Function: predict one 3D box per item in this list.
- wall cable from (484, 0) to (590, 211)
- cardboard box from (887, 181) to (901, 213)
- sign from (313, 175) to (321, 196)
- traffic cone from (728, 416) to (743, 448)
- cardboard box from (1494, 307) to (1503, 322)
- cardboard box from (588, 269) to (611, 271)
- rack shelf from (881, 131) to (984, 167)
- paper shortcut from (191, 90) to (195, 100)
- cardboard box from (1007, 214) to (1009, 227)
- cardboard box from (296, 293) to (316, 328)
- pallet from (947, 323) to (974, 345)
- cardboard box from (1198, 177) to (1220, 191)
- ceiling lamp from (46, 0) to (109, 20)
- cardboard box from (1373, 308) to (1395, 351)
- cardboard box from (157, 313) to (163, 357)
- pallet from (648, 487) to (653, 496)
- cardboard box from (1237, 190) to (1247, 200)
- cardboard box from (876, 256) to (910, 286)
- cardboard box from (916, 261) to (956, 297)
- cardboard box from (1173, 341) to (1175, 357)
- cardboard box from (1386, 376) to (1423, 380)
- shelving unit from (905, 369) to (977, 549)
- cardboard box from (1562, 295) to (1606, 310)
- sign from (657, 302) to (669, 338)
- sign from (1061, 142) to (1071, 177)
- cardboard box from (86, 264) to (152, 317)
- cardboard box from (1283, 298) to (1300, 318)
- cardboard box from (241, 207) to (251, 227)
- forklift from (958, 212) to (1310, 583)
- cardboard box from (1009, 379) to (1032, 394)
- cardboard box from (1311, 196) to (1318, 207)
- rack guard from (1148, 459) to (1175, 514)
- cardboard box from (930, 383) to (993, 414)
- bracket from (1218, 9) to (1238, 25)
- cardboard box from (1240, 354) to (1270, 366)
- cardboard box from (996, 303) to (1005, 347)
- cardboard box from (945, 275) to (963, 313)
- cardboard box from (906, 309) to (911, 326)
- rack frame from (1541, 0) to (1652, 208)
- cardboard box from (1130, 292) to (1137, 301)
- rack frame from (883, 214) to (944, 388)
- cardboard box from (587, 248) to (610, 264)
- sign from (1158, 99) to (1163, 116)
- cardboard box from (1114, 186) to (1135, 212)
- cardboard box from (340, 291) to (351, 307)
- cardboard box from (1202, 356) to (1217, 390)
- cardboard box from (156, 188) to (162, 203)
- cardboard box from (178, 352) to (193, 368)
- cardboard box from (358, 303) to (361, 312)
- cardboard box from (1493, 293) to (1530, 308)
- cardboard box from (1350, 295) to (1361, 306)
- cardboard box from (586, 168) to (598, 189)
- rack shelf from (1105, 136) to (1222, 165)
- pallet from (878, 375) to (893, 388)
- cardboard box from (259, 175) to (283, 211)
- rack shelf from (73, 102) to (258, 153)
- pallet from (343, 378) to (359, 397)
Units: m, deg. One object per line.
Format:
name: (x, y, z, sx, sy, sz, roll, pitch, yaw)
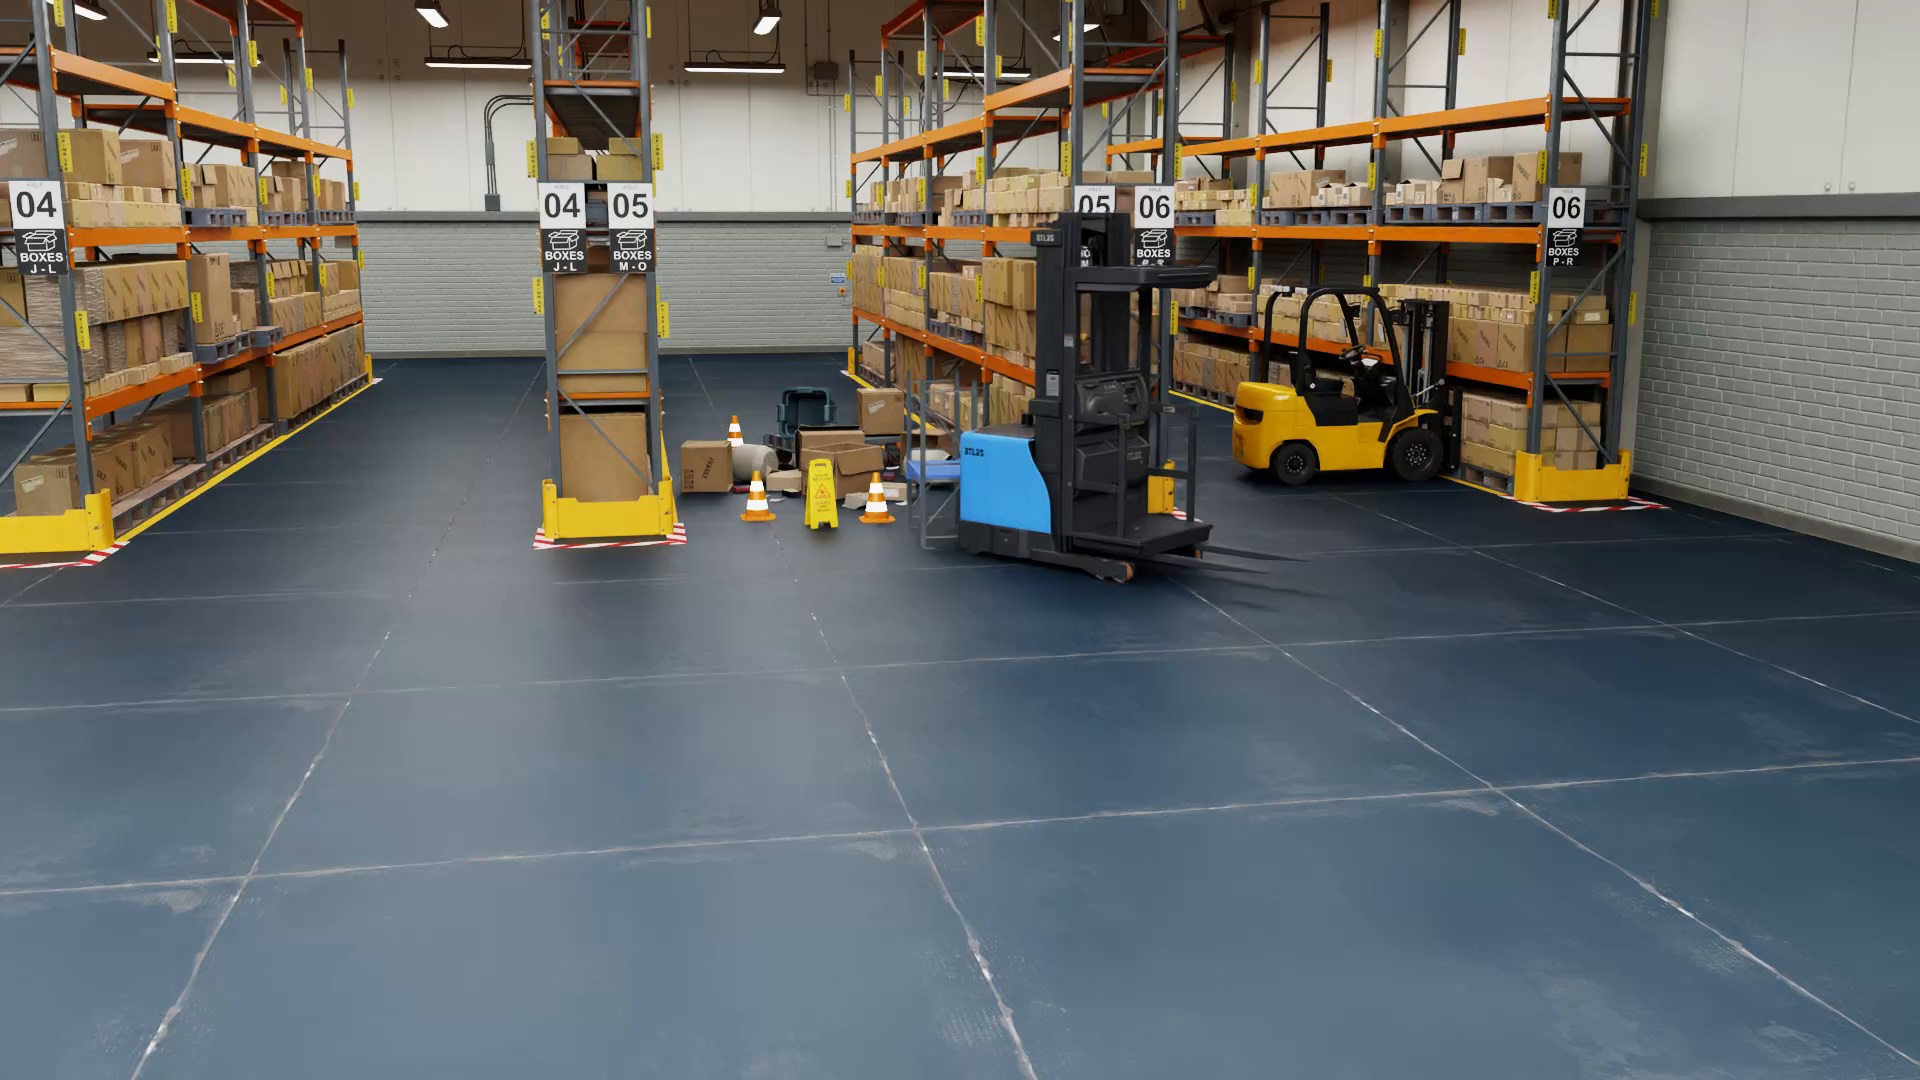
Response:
wall cable: (-8.991, -10.004, 35.086, 2.277, 5.999, 0.120, -2, 11, -11)
cardboard box: (-0.886, -5.498, 26.646, 0.500, 0.500, 0.500, -2, 11, -12)
sign: (-9.964, -5.484, 25.741, 0.100, 0.325, 0.005, -2, 11, -11)
traffic cone: (-2.833, -1.330, 20.946, 0.336, 0.463, 0.334, -2, 11, -11)
cardboard box: (6.017, -2.438, 17.981, 0.380, 0.149, 0.250, -2, 11, -10)
cardboard box: (-3.482, -2.420, 16.601, 0.875, 0.550, 0.550, -2, 11, -11)
rack shelf: (-0.384, -5.971, 25.496, 1.077, 0.370, 4.000, -2, 11, -11)
paper shortcut: (-10.488, -6.086, 22.730, 0.009, 0.170, 0.078, 9, -22, -13)
cardboard box: (0.755, -3.666, 19.086, 0.380, 0.149, 0.250, -2, 11, -11)
cardboard box: (-10.046, -3.463, 25.100, 0.500, 0.500, 0.500, -2, 11, -9)
pallet: (0.430, -2.752, 22.144, 1.003, 0.211, 1.213, -2, 11, -11)
cardboard box: (4.222, -6.024, 28.178, 0.396, 0.266, 0.258, -2, 11, -12)
ceiling lamp: (-12.445, -9.164, 23.664, 0.800, 3.185, 2.000, -2, 11, -11)
cardboard box: (5.481, -2.613, 20.636, 0.500, 0.500, 0.500, -2, 11, -13)
cardboard box: (-8.848, -2.131, 17.306, 0.875, 0.500, 0.500, -2, 11, -11)
pallet: (-3.507, -0.315, 16.290, 1.003, 0.211, 1.213, -2, 11, -11)
cardboard box: (4.467, -5.282, 25.441, 0.380, 0.149, 0.250, -2, 11, -13)
cardboard box: (-1.136, -4.558, 28.179, 0.500, 0.500, 0.500, -2, 11, -11)
cardboard box: (-0.352, -3.833, 24.371, 0.500, 0.500, 0.500, -2, 11, -13)
cardboard box: (3.673, -3.370, 30.442, 0.700, 0.500, 0.500, -3, 11, -13)
cardboard box: (5.437, -1.902, 20.721, 0.500, 0.250, 0.500, -2, 11, -12)
shelving unit: (-0.176, -0.759, 15.172, 0.538, 1.500, 1.048, -2, 11, -8)
cardboard box: (6.573, -2.505, 17.535, 0.380, 0.149, 0.250, -2, 11, -12)
sign: (-2.730, -2.025, 15.285, 0.100, 0.325, 0.005, -2, 11, -11)
sign: (1.012, -3.632, 15.867, 0.100, 0.325, 0.005, -2, 11, -11)
cardboard box: (-8.292, -2.452, 16.320, 0.500, 0.500, 0.500, -2, 11, -11)
cardboard box: (4.900, -3.282, 23.480, 0.500, 0.250, 0.500, -2, 11, -12)
cardboard box: (-9.273, -4.078, 20.979, 0.500, 0.250, 0.500, -2, 11, -11)
forklift: (1.425, -1.206, 13.692, 3.031, 2.935, 1.130, 9, 14, 40)
cardboard box: (0.755, -1.730, 18.752, 0.380, 0.149, 0.250, -1, 11, -8)
cardboard box: (4.989, -4.593, 22.562, 0.380, 0.149, 0.250, -2, 11, -12)
rack guard: (1.546, -0.526, 16.623, 1.175, 0.500, 0.348, -2, 11, -11)
cardboard box: (0.105, -2.019, 23.685, 0.950, 0.372, 0.625, -3, 11, -15)
bracket: (4.576, -8.909, 28.310, 0.235, 0.232, 0.430, -2, 11, -11)
cardboard box: (4.528, -2.767, 25.539, 0.380, 0.149, 0.250, -3, 11, -14)
cardboard box: (0.715, -2.487, 19.177, 0.500, 0.500, 0.500, -2, 11, -11)
cardboard box: (0.083, -3.325, 22.460, 0.500, 0.500, 0.500, -2, 11, -10)
cardboard box: (-0.545, -3.403, 25.455, 0.500, 0.250, 0.500, -2, 11, -12)
rack frame: (6.429, -4.868, 16.708, 1.000, 3.000, 0.127, -2, 11, -11)
cardboard box: (3.461, -4.557, 30.721, 0.500, 0.250, 0.500, -2, 11, -13)
rack frame: (-0.773, -3.941, 27.880, 1.000, 3.000, 0.127, -2, 11, -11)
cardboard box: (-5.966, -4.505, 27.107, 0.500, 0.500, 0.500, -3, 11, -13)
sign: (3.865, -8.356, 32.110, 0.100, 0.325, 0.005, -2, 11, -11)
cardboard box: (1.724, -3.388, 16.558, 0.500, 0.250, 0.500, -2, 11, -12)
cardboard box: (-10.720, -4.121, 28.431, 0.500, 0.250, 0.500, -3, 11, -13)
cardboard box: (4.269, -2.719, 27.023, 0.500, 0.500, 0.500, -3, 11, -13)
cardboard box: (-8.495, -3.565, 17.216, 0.380, 0.149, 0.250, -3, 11, -14)
cardboard box: (-8.608, -1.961, 18.150, 0.380, 0.149, 0.250, -2, 11, -11)
cardboard box: (-10.880, -4.137, 29.584, 0.380, 0.149, 0.250, -2, 11, -10)
cardboard box: (5.997, -2.584, 17.954, 0.380, 0.149, 0.250, -2, 11, -10)
cardboard box: (5.299, -3.124, 21.585, 0.380, 0.149, 0.250, -2, 11, -12)
cardboard box: (-4.133, -3.884, 17.774, 0.500, 0.250, 0.500, -2, 11, -11)
rack shelf: (3.706, -7.081, 30.266, 1.077, 0.370, 4.000, -2, 11, -11)
pallet: (-0.844, -2.713, 28.888, 1.003, 0.211, 1.213, -2, 11, -11)
cardboard box: (-10.134, -4.951, 23.767, 0.797, 0.503, 0.637, -2, 11, -12)
rack shelf: (-9.327, -4.877, 19.748, 1.077, 0.370, 4.000, -2, 11, -11)
pallet: (-10.806, -2.577, 28.173, 1.003, 0.211, 1.213, -2, 11, -11)
